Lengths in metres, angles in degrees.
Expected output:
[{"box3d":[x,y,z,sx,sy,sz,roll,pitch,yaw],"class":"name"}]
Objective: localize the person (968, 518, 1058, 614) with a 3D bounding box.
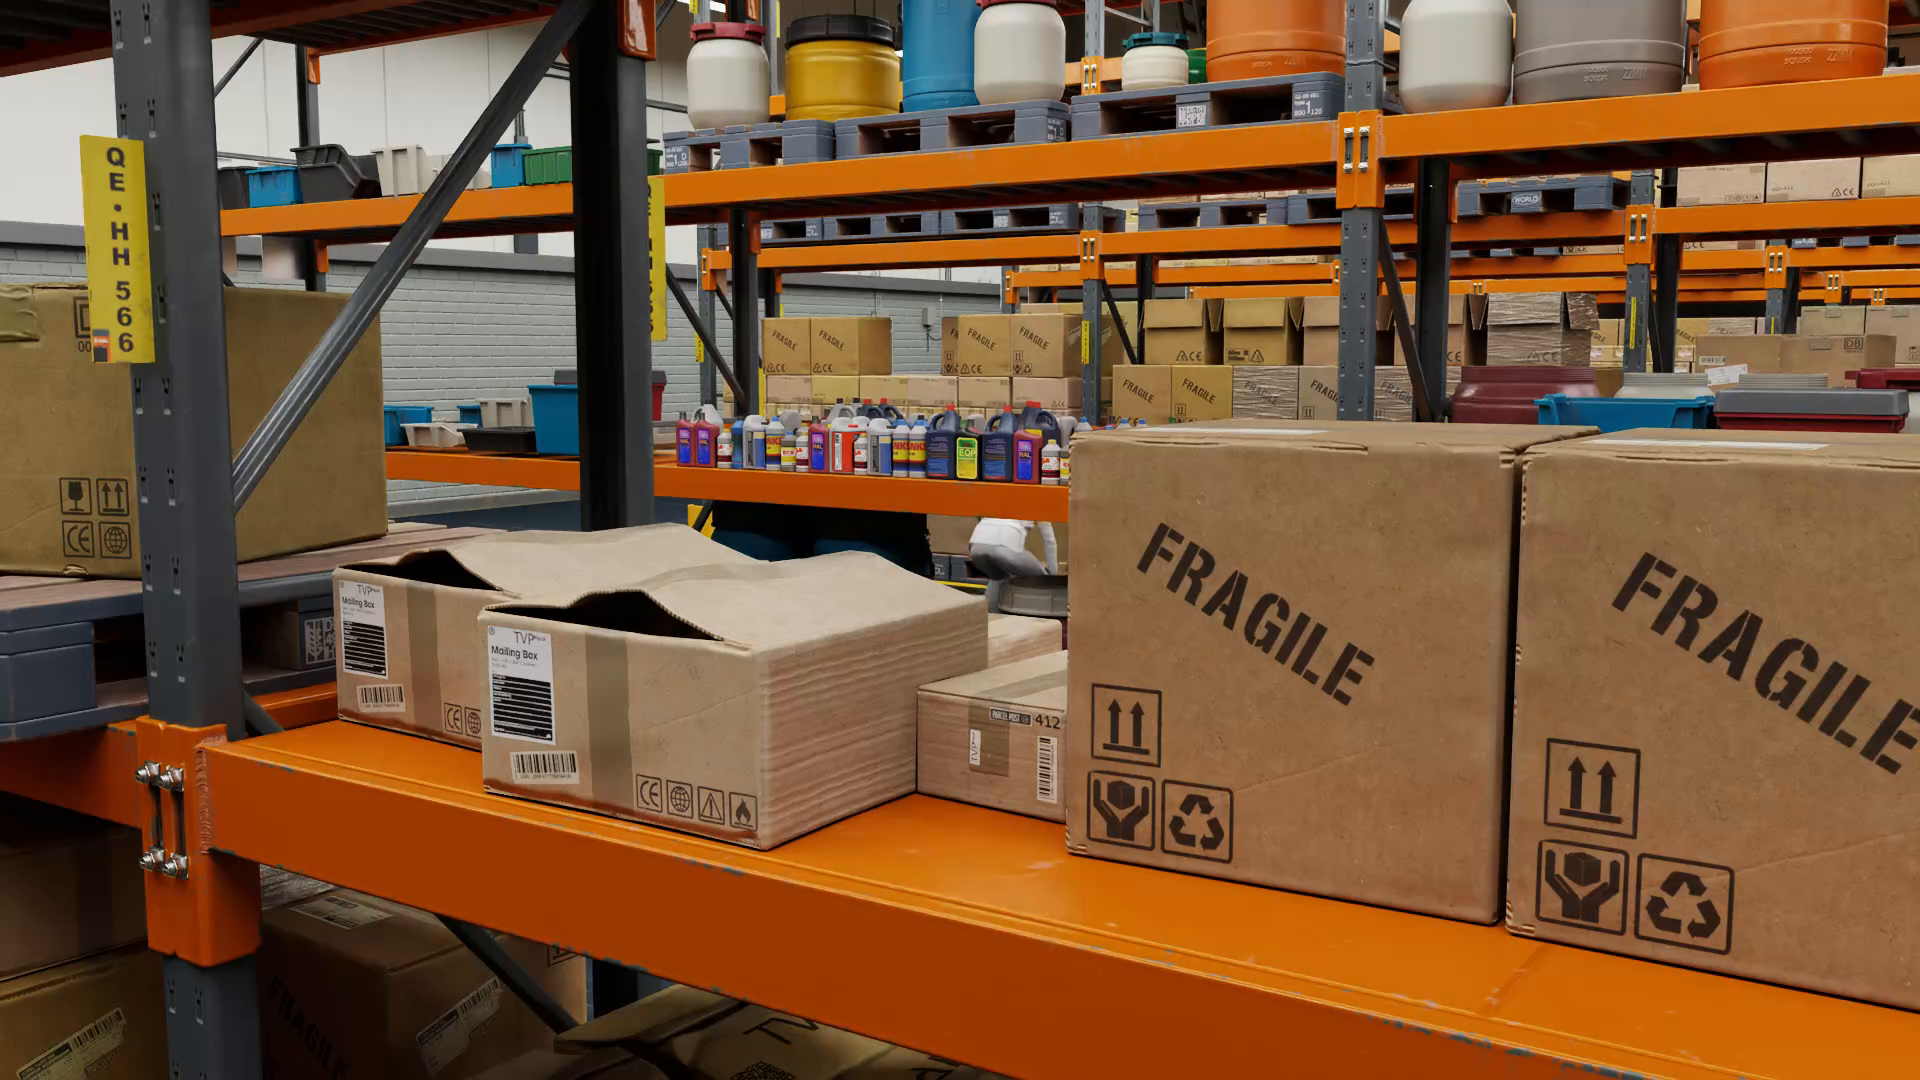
[{"box3d":[0.345,0.070,11.153,0.520,1.163,0.796,4,8,33],"class":"person"}]
